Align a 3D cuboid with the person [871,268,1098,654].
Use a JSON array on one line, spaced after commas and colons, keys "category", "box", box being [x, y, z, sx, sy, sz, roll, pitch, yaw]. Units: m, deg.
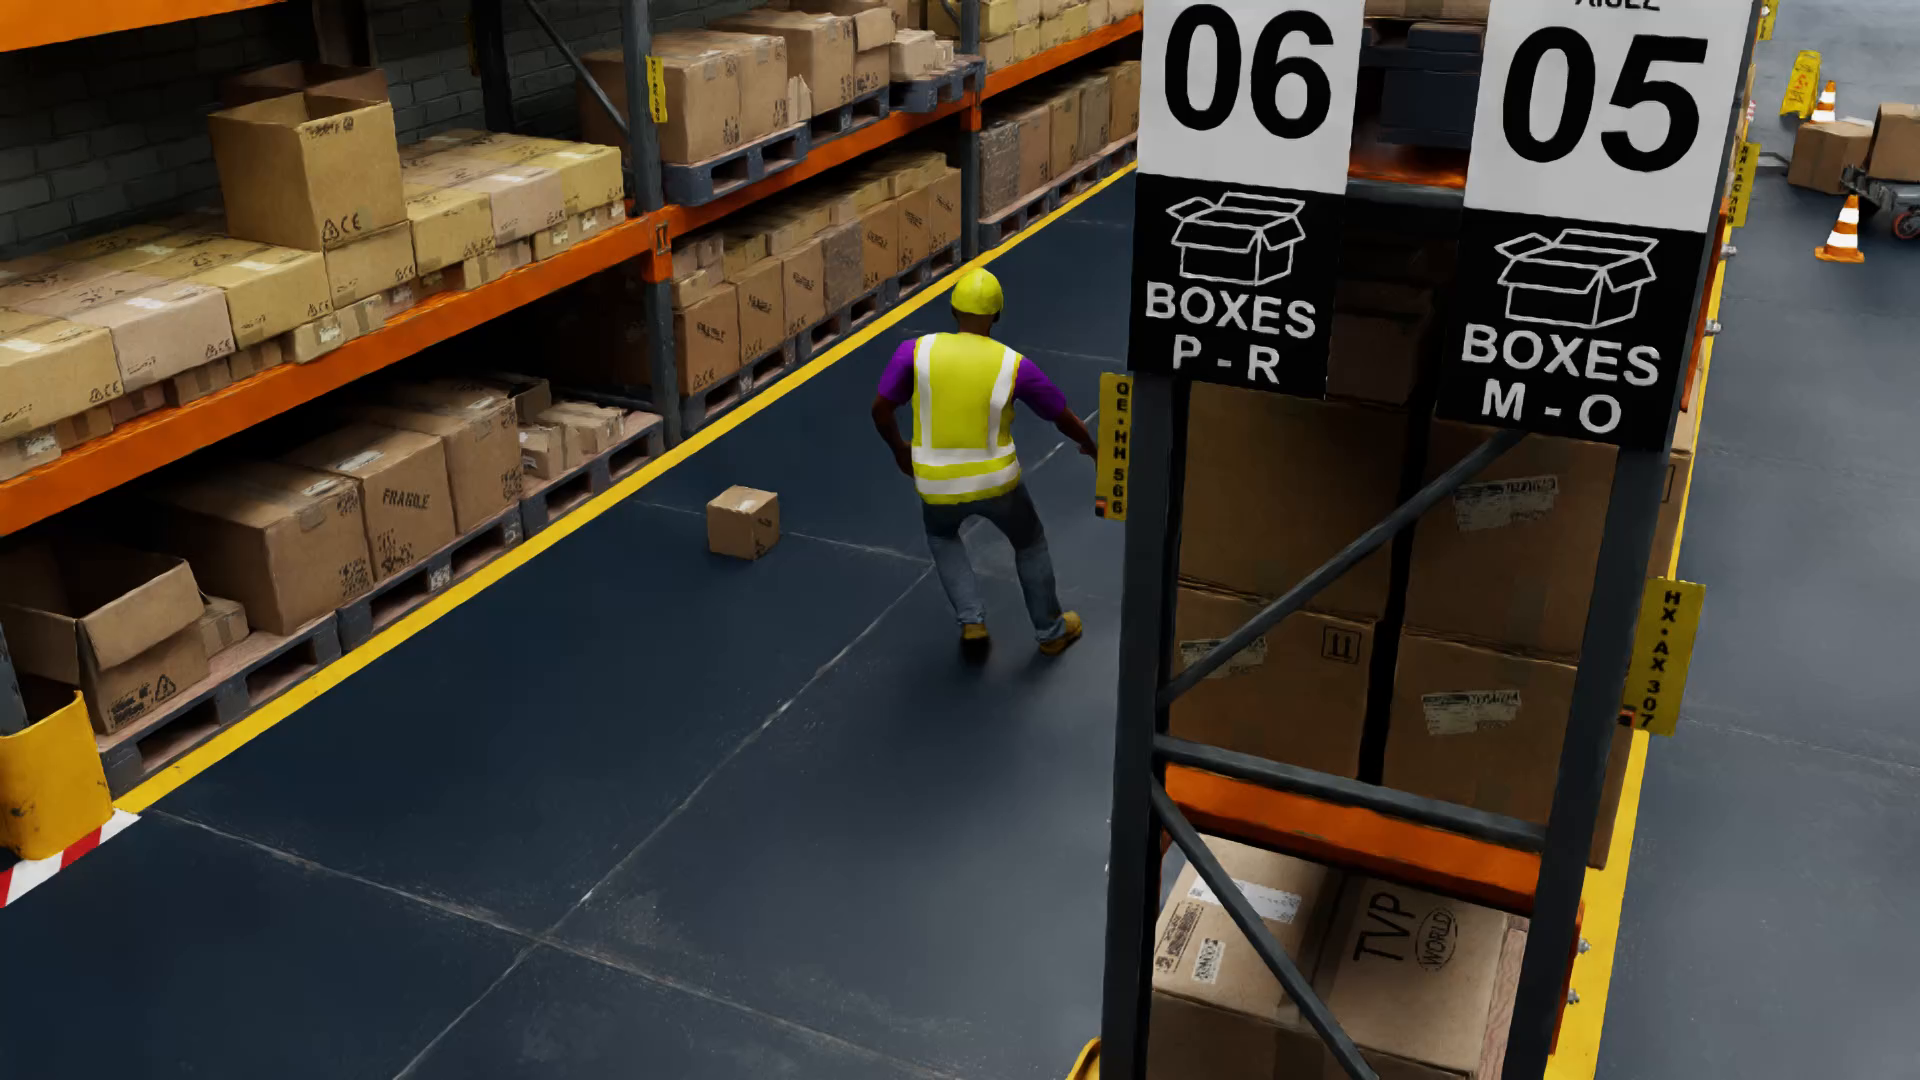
[{"category": "person", "box": [0.129, -0.276, 6.801, 0.968, 1.685, 0.501, 0, 26, 0]}]
